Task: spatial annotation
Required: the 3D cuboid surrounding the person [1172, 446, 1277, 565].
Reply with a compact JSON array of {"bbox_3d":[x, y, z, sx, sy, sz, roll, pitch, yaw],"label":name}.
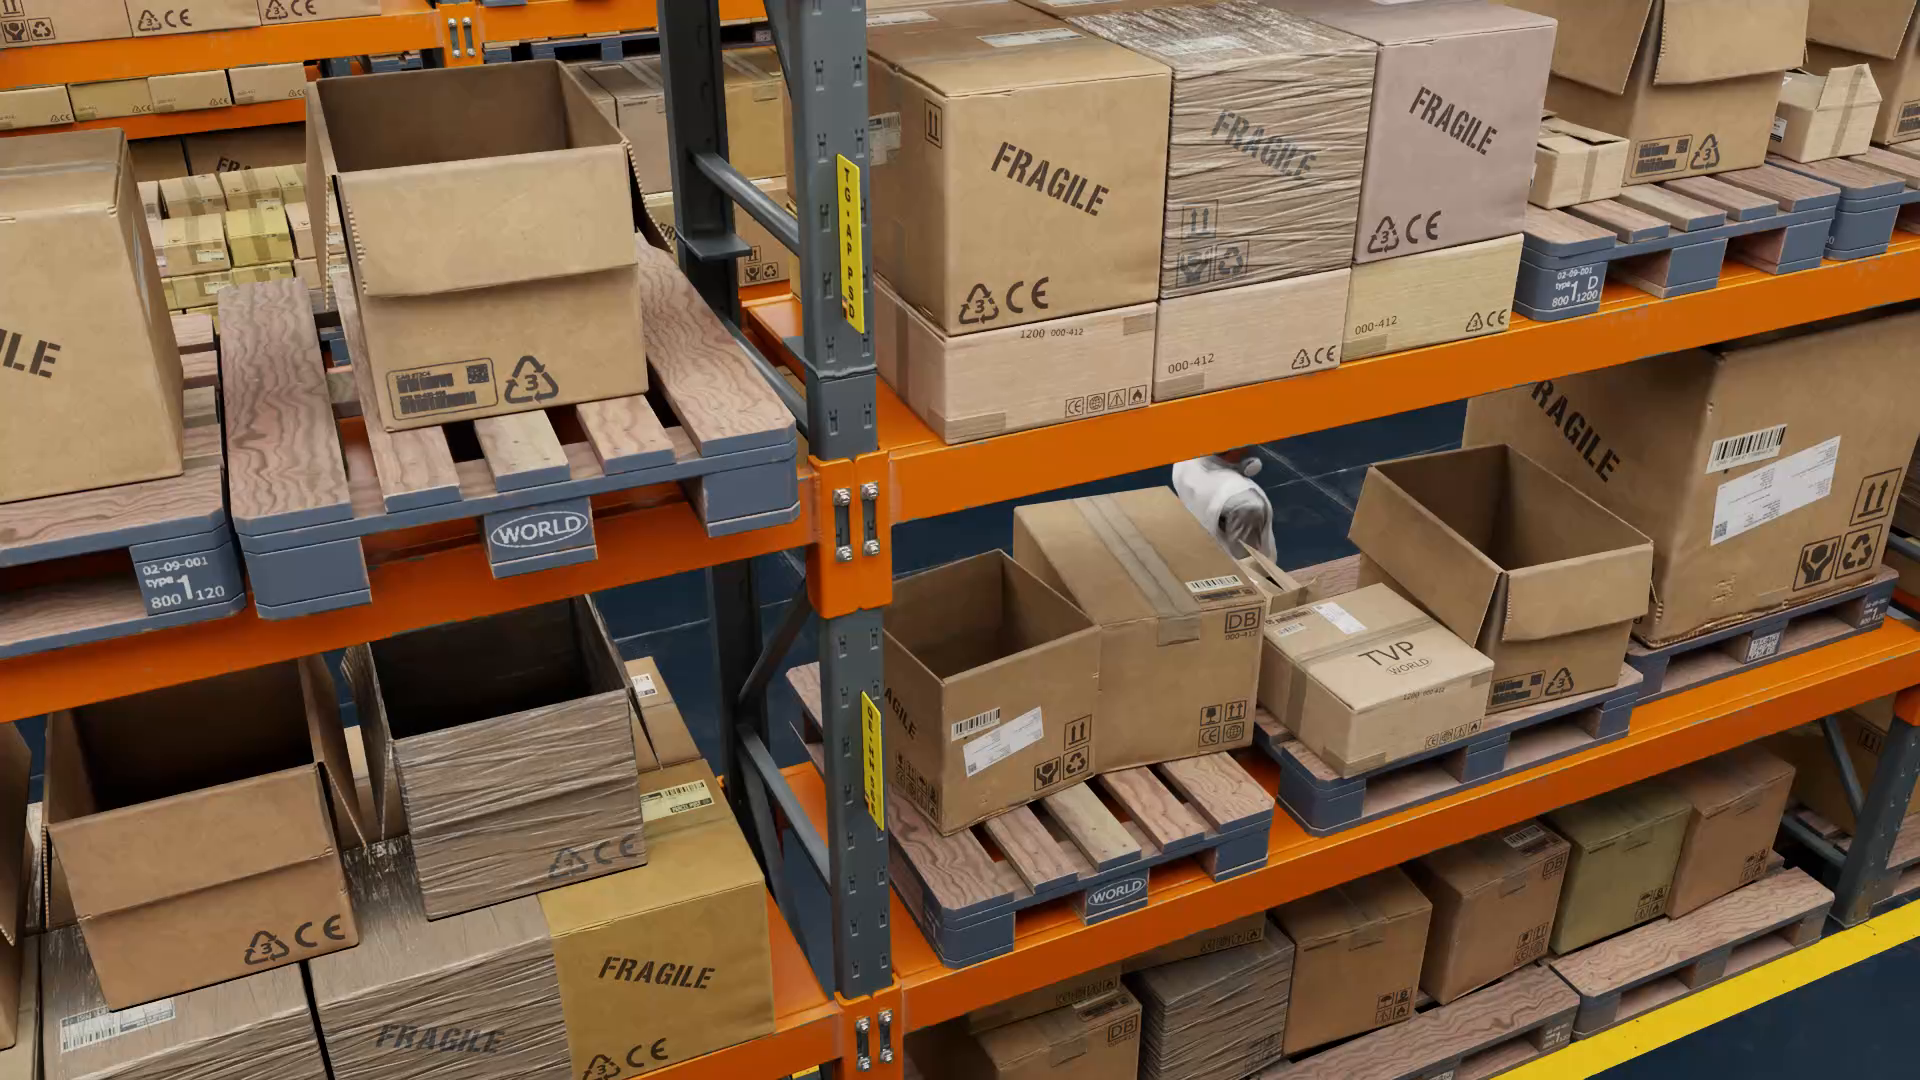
[{"bbox_3d":[1.058,0.197,6.749,0.358,1.769,0.530,-12,31,-21],"label":"person"}]
